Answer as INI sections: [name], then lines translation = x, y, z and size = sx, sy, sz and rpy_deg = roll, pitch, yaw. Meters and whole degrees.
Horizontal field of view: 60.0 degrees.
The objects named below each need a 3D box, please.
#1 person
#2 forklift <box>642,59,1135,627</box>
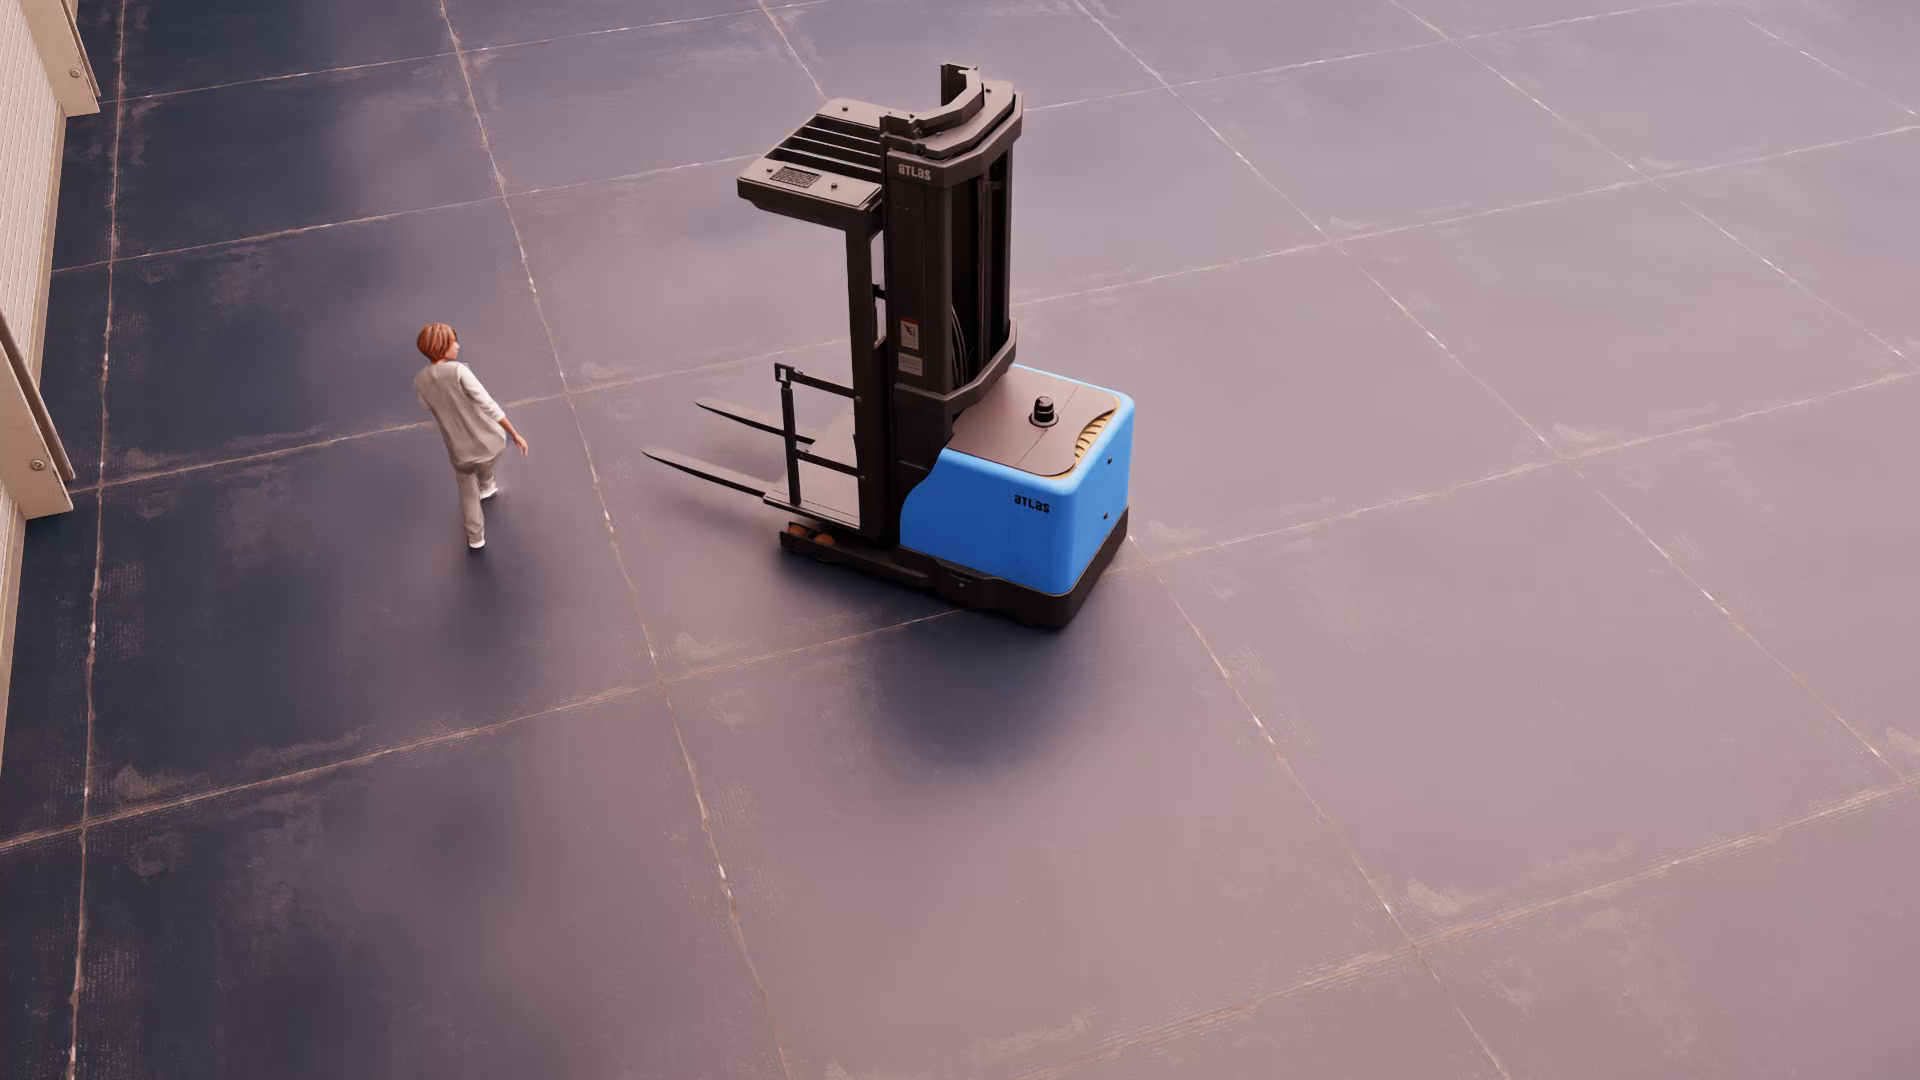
[person]
translation = -2.890, -0.689, 10.004
size = 0.635, 1.429, 0.693
rpy_deg = -4, 40, -5
[forklift]
translation = -0.529, -1.277, 9.518
size = 3.031, 2.935, 1.130
rpy_deg = 18, 43, 20
